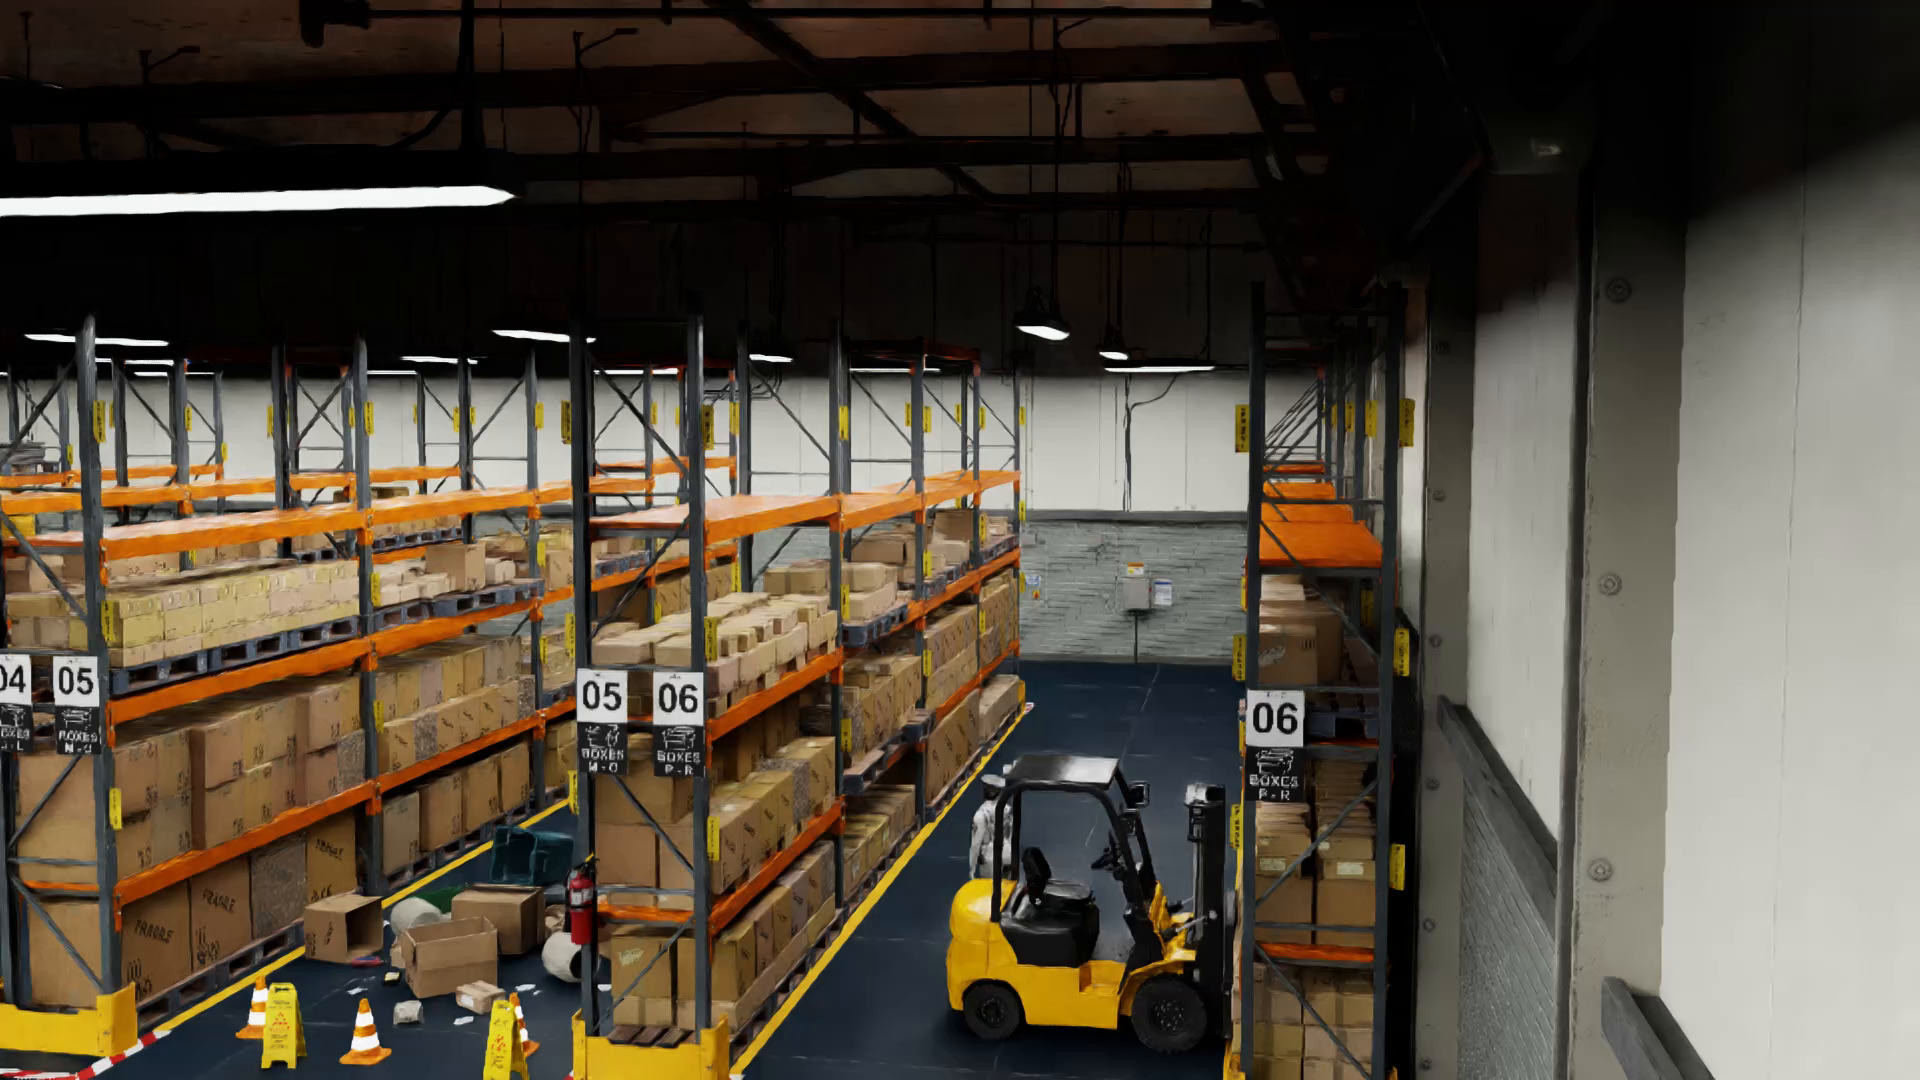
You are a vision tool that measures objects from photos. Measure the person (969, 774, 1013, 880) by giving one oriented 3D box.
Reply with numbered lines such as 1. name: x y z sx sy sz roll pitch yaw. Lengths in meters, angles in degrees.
1. person: 0.290 3.052 15.748 0.543 1.667 0.572 4 6 41
